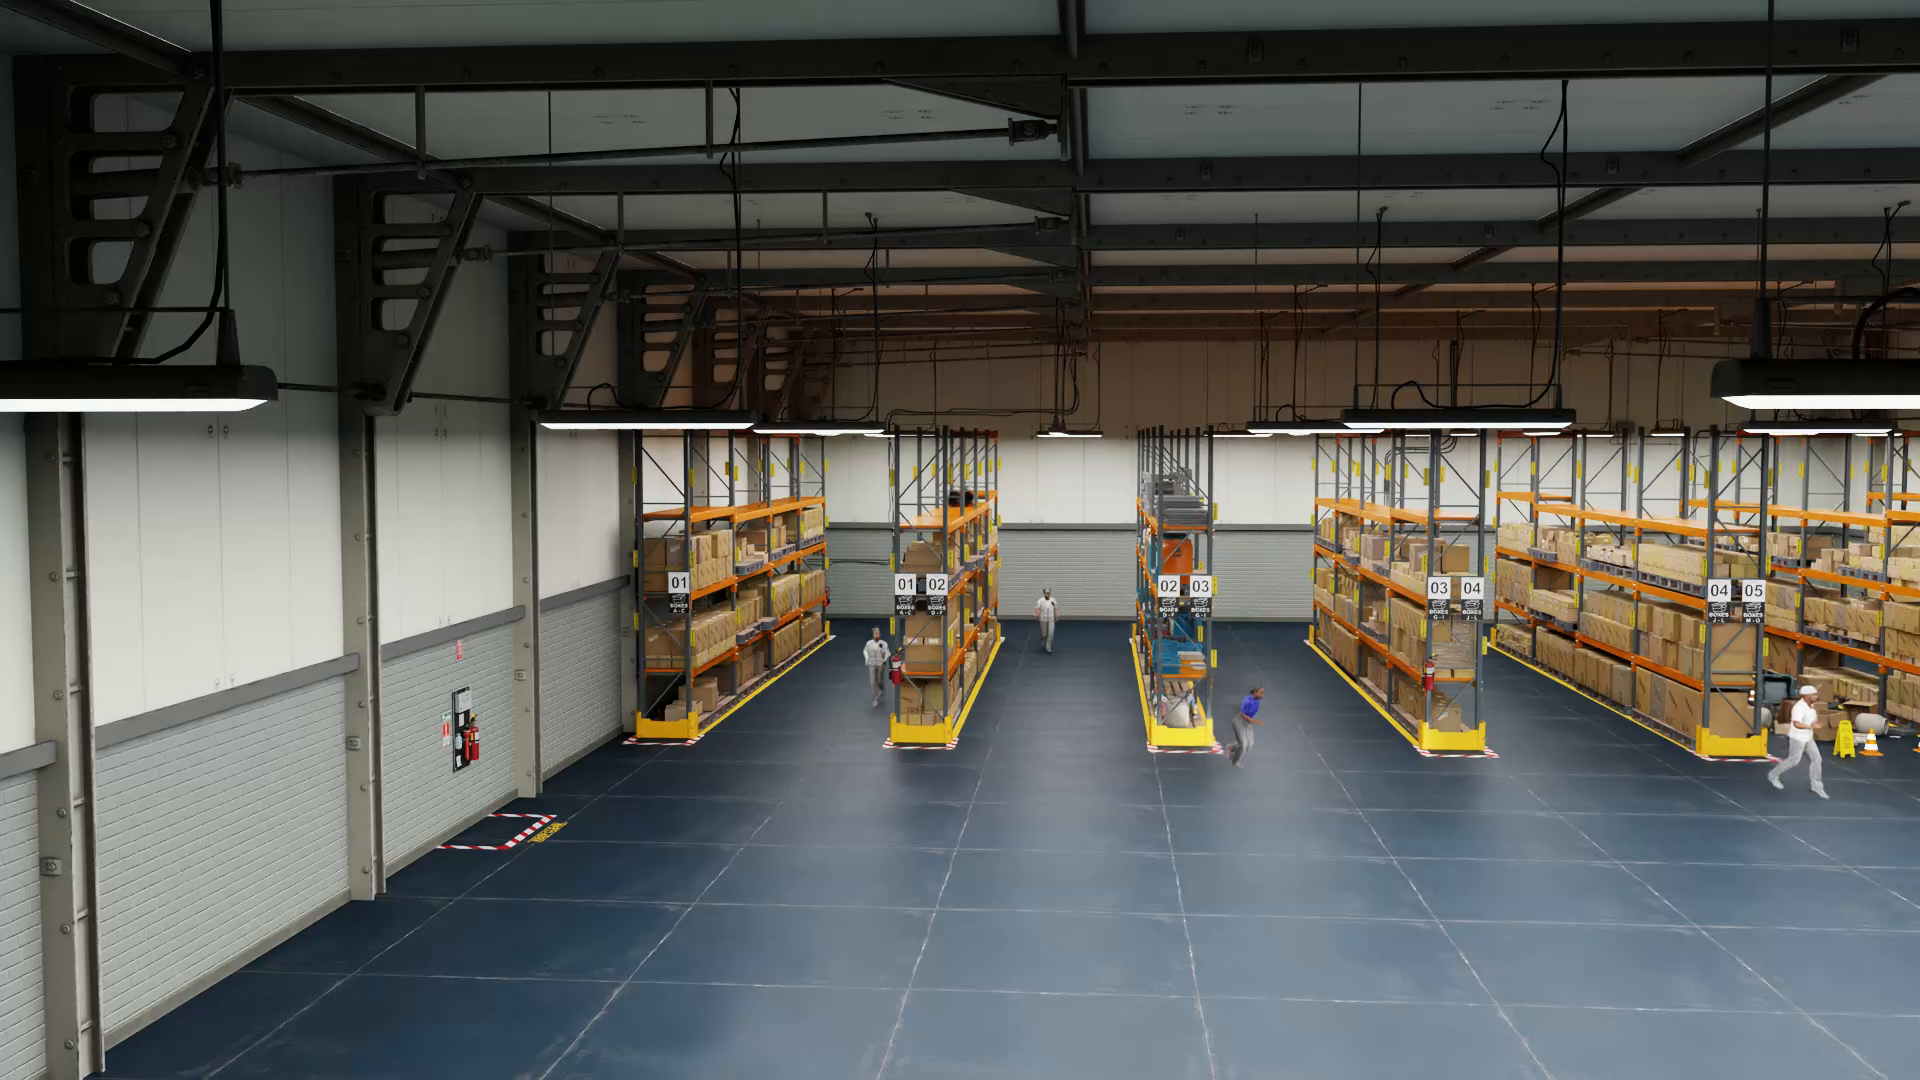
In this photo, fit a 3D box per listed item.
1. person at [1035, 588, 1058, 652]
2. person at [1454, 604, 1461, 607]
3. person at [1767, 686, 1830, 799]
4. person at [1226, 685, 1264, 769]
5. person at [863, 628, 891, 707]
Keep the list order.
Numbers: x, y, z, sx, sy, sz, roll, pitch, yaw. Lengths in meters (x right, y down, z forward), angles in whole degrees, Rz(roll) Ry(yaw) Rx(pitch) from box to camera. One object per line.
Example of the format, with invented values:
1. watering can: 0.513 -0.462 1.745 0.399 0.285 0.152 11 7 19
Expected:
1. person: 2.351 2.151 45.134 0.654 1.740 0.754 0 3 -8
2. person: 13.255 2.177 44.235 0.684 1.774 1.019 0 3 -3
3. person: 13.555 3.233 26.849 0.729 1.796 0.967 -3 5 -44
4. person: 5.023 3.244 28.999 0.760 1.510 0.586 3 5 43
5. person: -1.806 2.731 36.048 0.618 1.694 0.826 0 3 4
